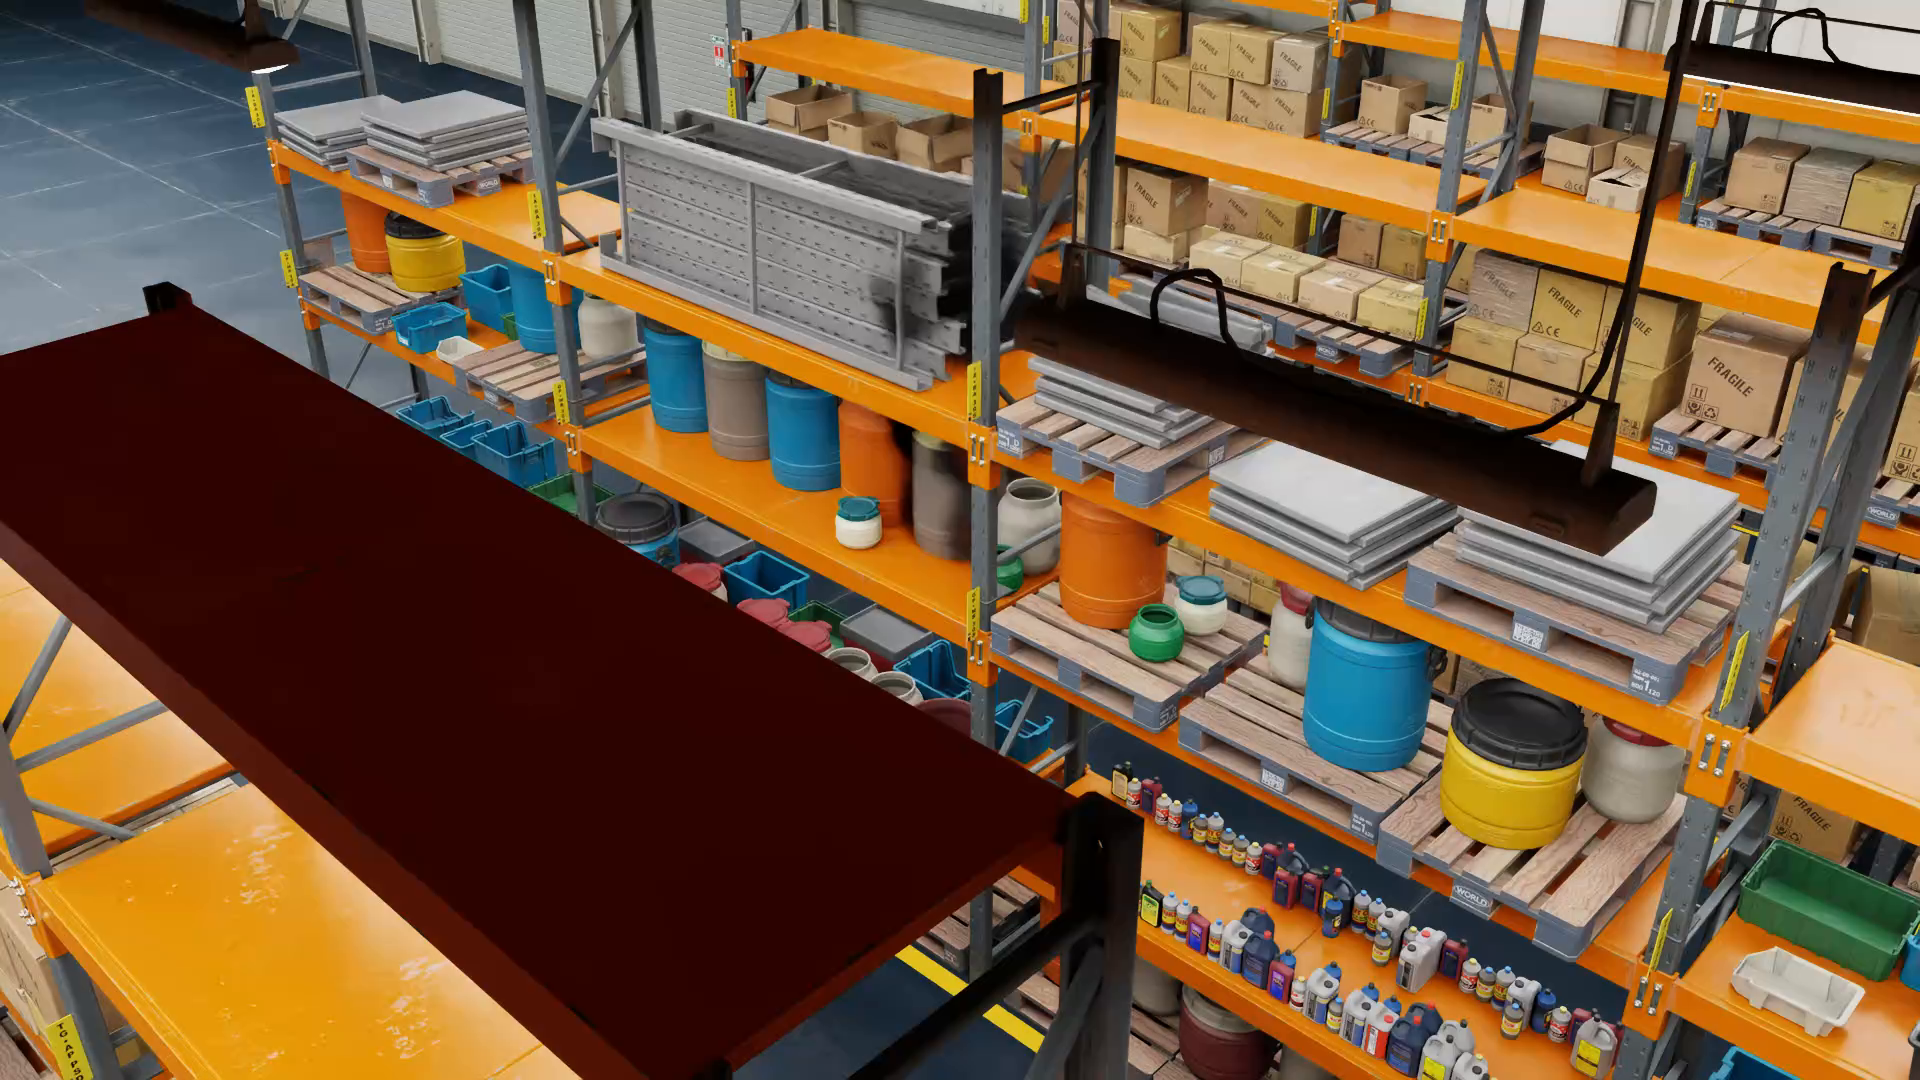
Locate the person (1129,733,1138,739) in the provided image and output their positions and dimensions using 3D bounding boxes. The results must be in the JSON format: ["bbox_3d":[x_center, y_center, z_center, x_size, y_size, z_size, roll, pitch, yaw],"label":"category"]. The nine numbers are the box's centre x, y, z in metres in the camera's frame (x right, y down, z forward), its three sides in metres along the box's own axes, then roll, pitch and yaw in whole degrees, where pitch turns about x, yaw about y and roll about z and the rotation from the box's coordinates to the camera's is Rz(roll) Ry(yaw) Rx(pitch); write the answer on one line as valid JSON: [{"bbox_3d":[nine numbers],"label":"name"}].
[{"bbox_3d":[1.194,0.679,12.712,0.867,1.742,0.666,17,34,28],"label":"person"}]
